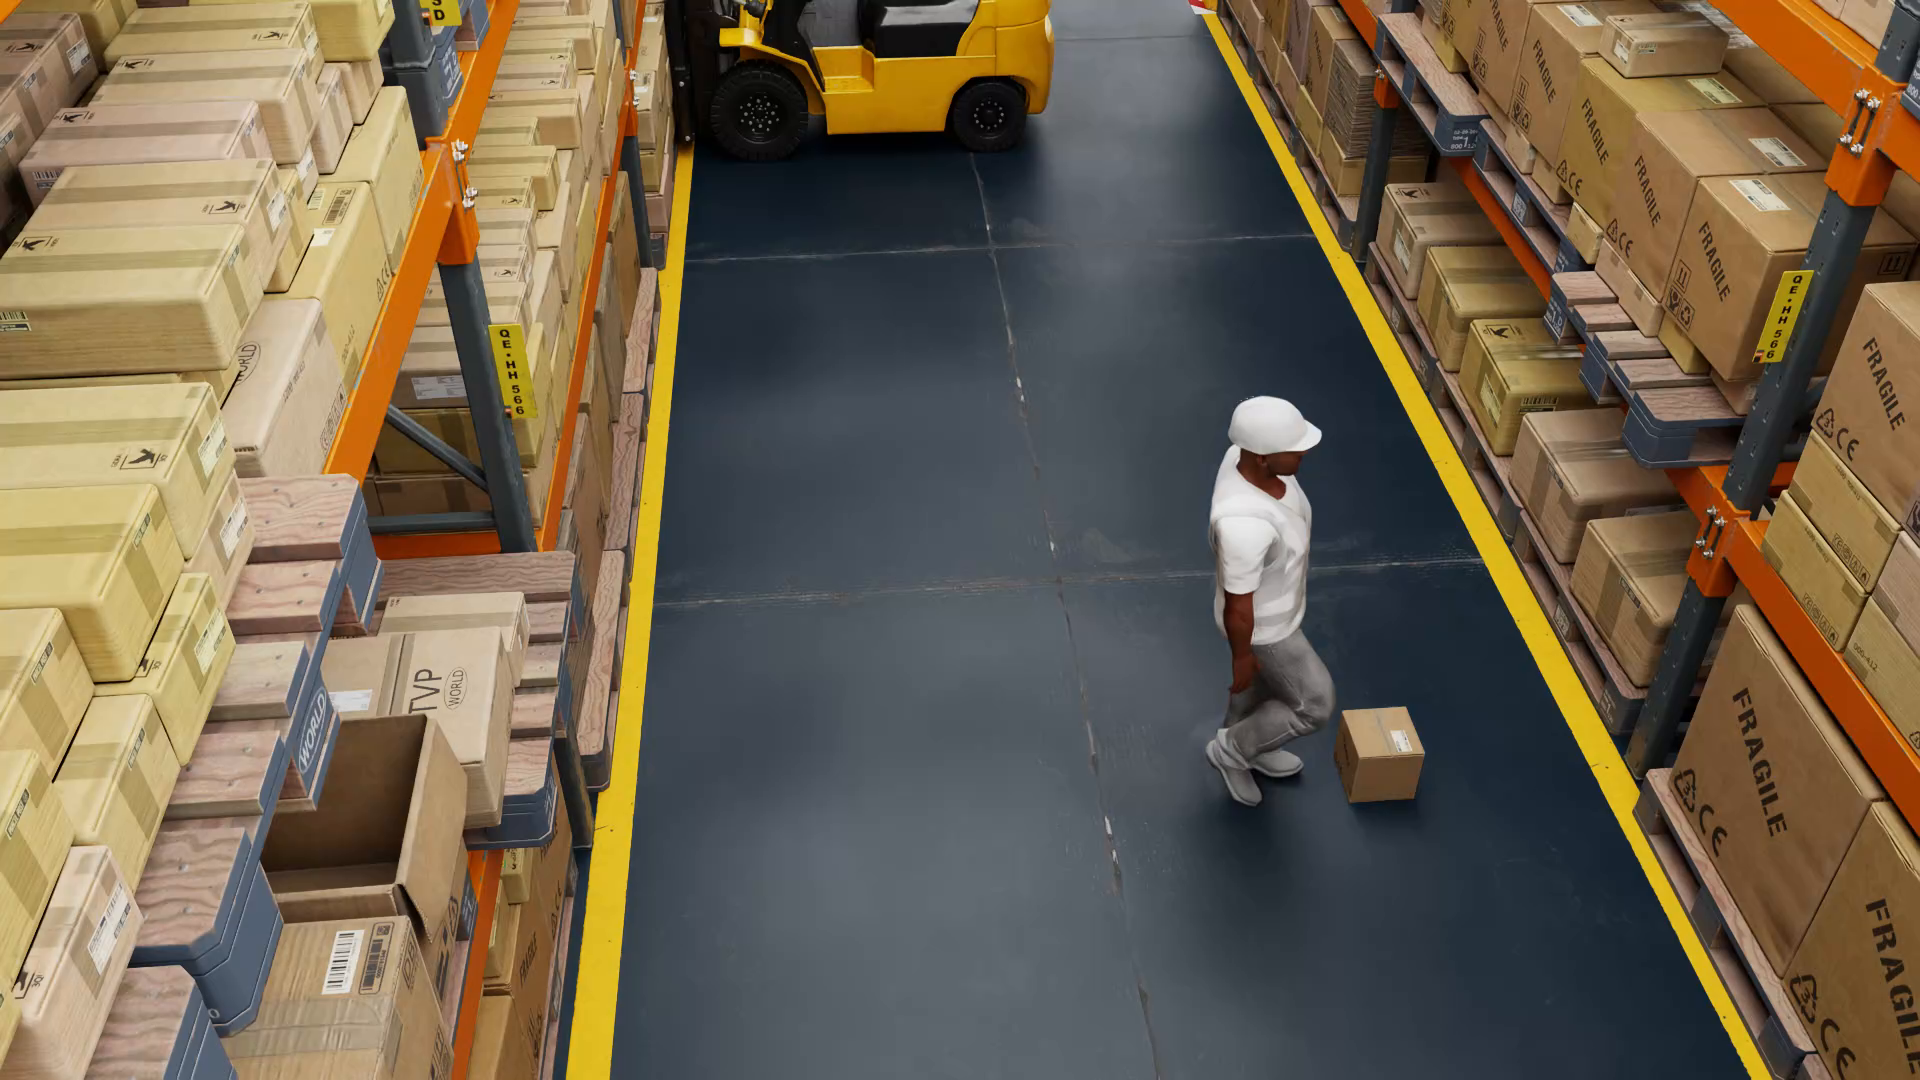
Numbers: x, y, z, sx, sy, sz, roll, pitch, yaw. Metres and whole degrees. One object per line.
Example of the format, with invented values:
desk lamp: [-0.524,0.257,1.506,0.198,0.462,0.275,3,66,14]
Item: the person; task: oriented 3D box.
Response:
person: [1.097,0.241,5.814,0.516,1.763,0.607,7,39,9]
